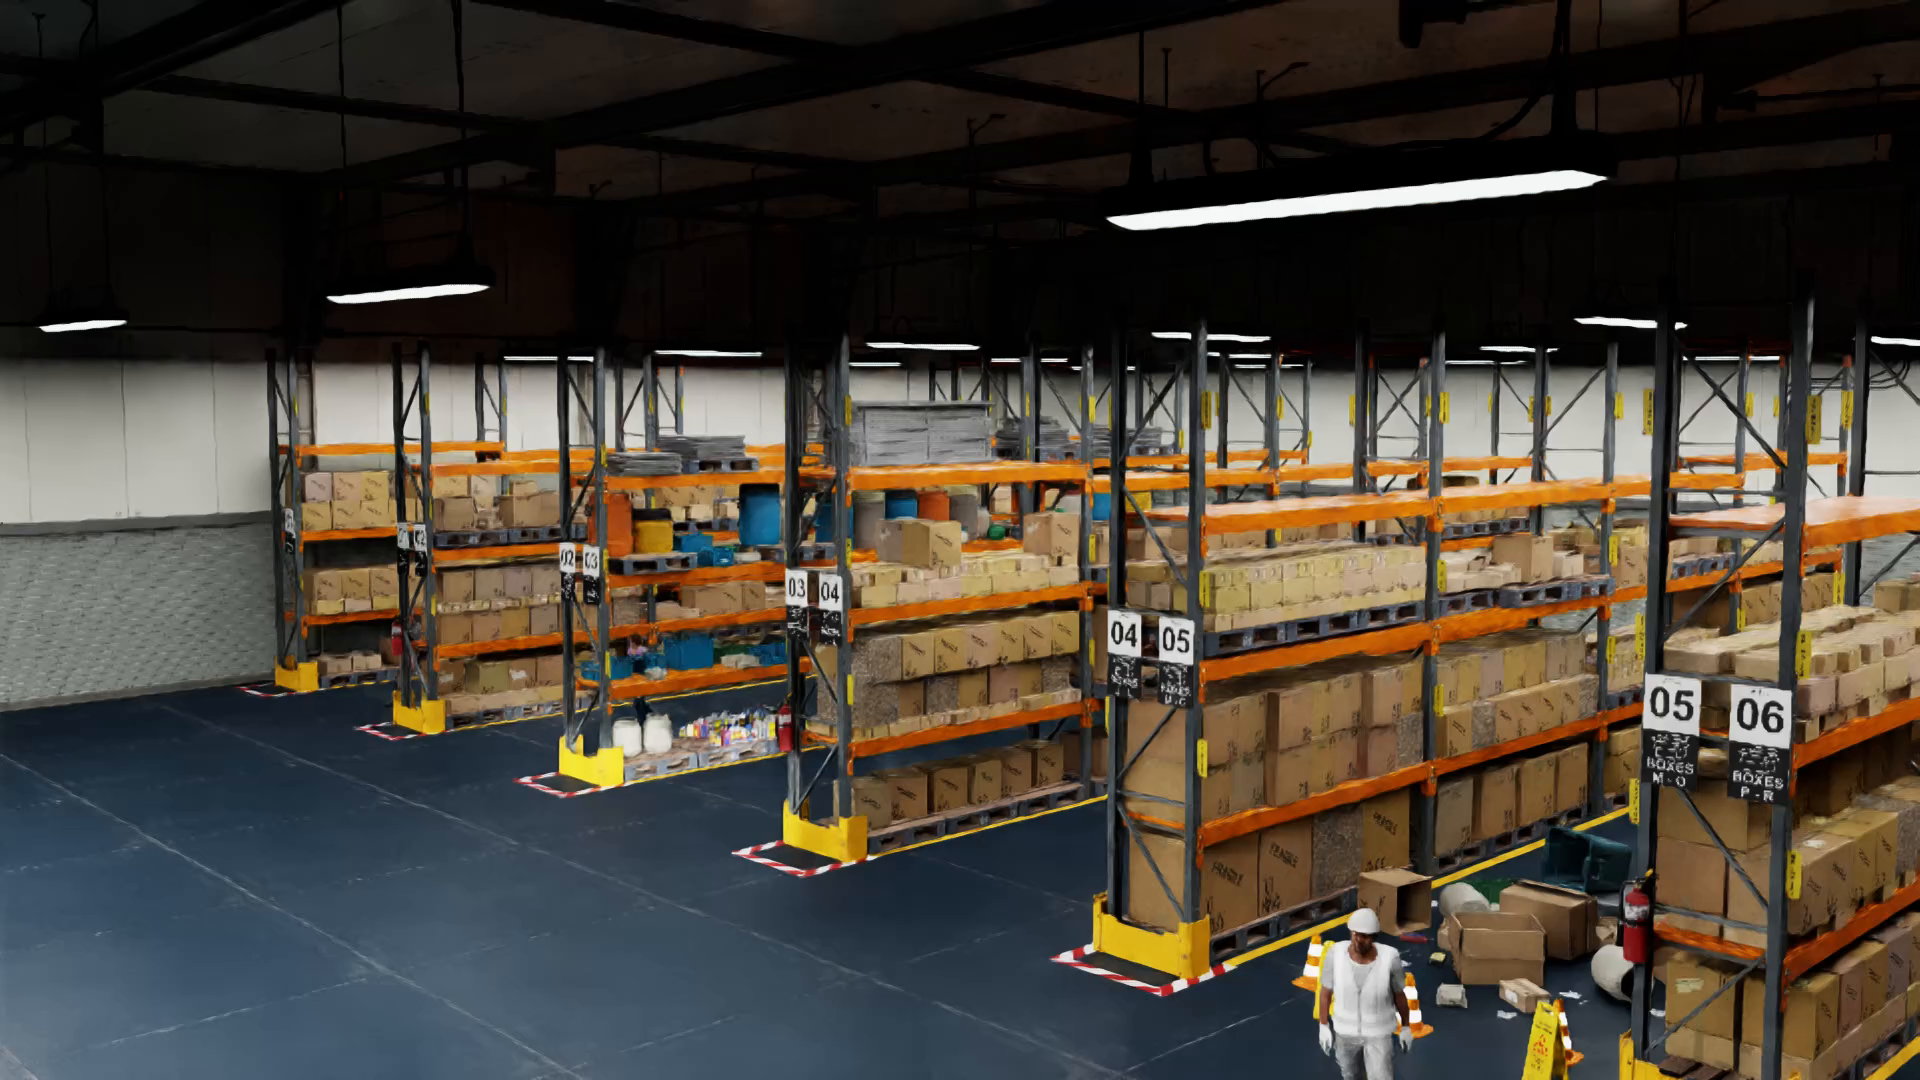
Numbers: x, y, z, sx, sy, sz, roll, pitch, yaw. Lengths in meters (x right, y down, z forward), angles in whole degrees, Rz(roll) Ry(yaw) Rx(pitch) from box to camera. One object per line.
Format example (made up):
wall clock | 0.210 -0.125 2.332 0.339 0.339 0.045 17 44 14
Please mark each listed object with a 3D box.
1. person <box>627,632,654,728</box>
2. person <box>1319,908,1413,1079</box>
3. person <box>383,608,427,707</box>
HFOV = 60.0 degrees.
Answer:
person | -4.863 2.170 25.664 0.544 1.562 0.615 4 6 37
person | 2.736 3.332 11.281 0.610 1.742 0.967 2 5 24
person | -9.052 1.946 27.591 1.029 1.673 0.555 -5 7 -45
